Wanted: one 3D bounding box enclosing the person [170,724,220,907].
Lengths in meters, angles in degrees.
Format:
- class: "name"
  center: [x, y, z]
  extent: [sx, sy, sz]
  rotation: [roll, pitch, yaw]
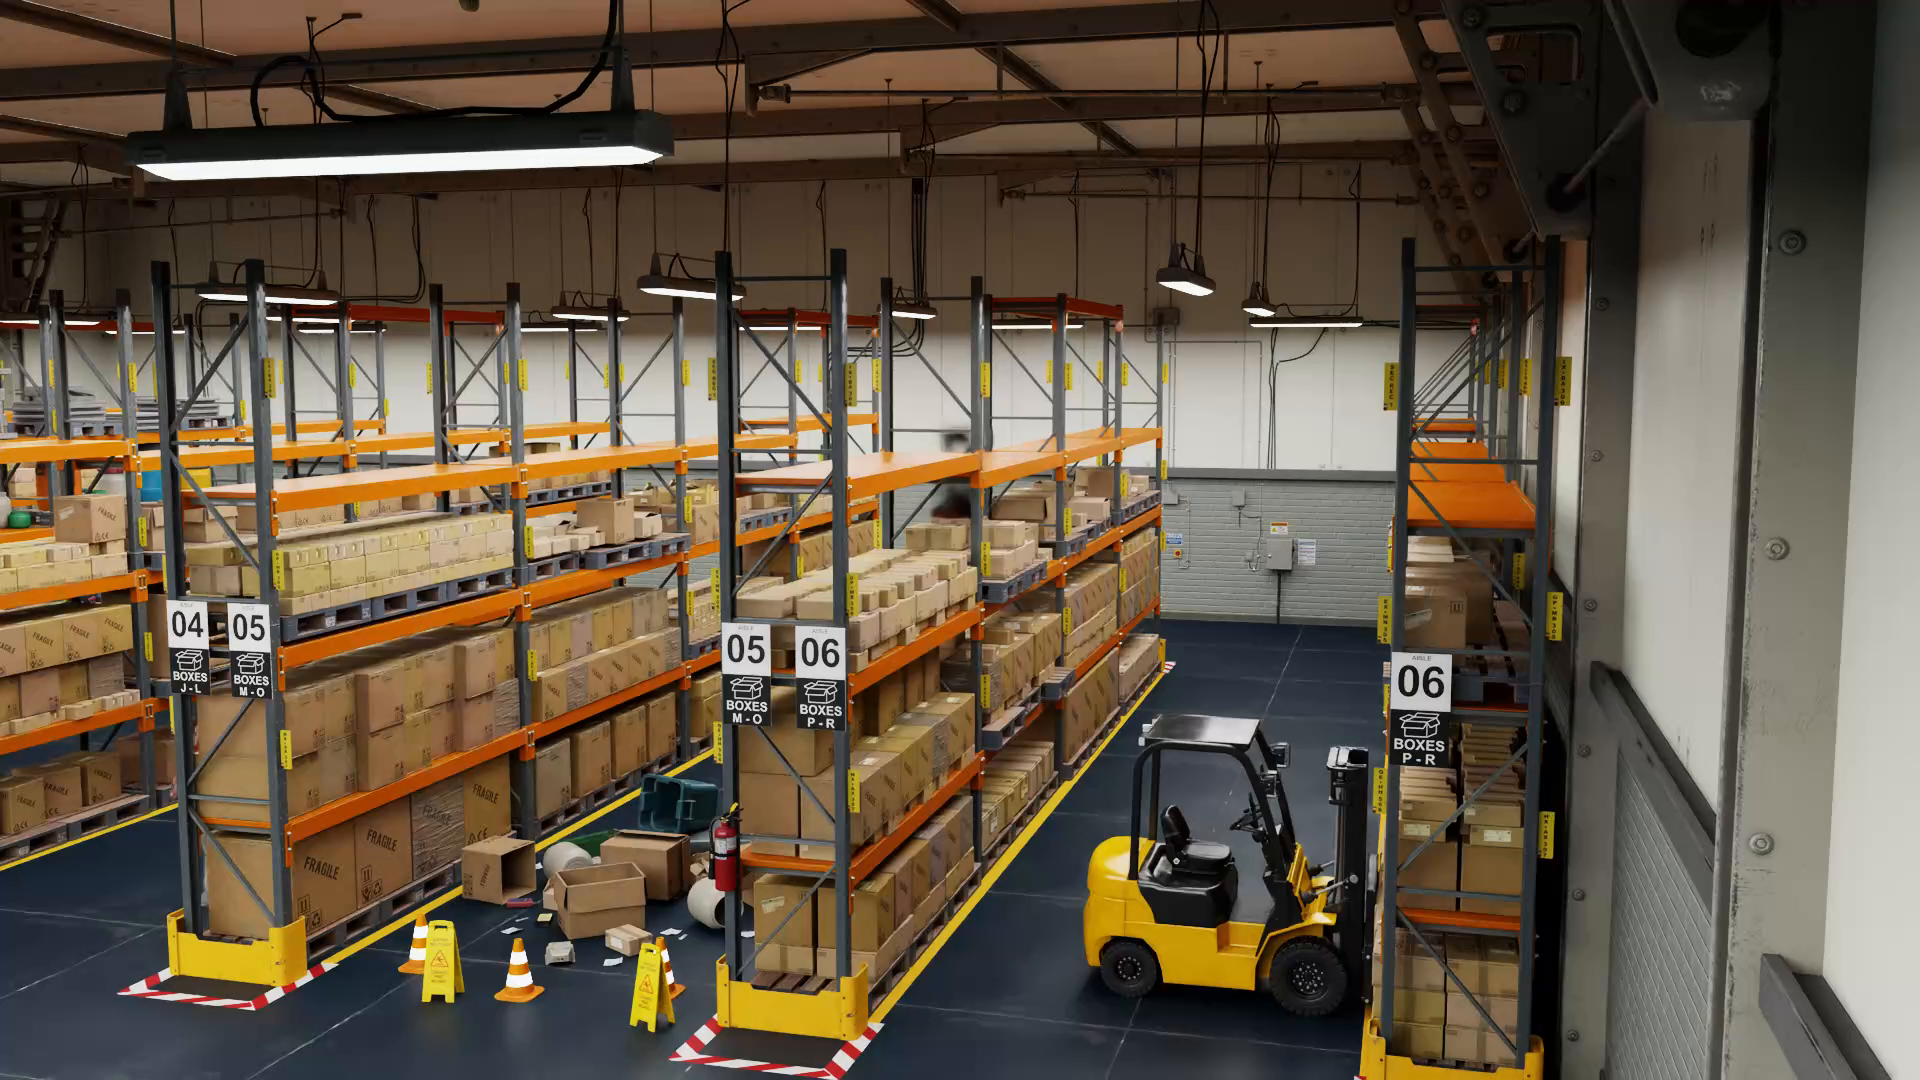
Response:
- class: "person"
  center: [-7.318, 2.604, 16.265]
  extent: [0.648, 1.728, 0.930]
  rotation: [0, 6, -1]
